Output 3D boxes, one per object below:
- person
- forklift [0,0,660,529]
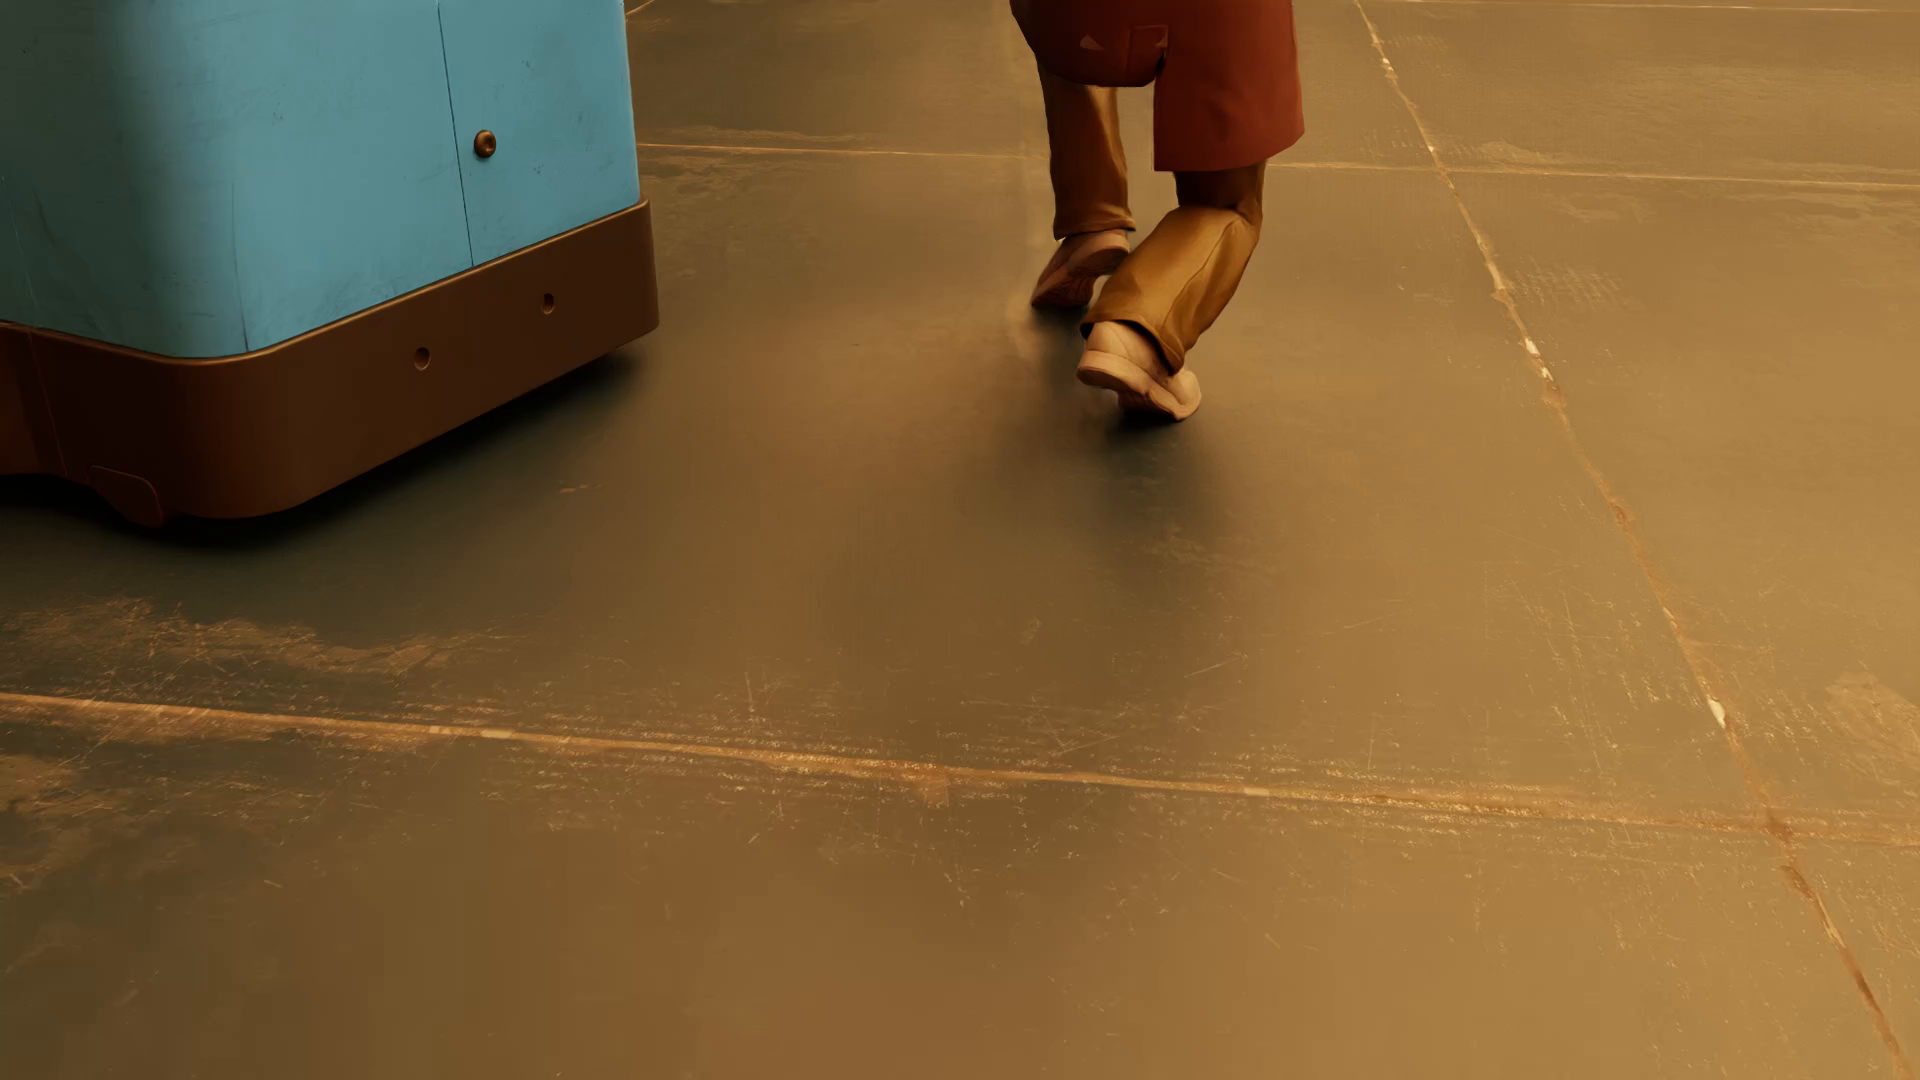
[{"bbox_3d":[0.042,-1.015,2.850,1.153,1.567,0.930,0,27,0],"label":"person"},{"bbox_3d":[-2.122,-1.776,2.777,3.031,2.935,1.130,13,29,24],"label":"forklift"}]
